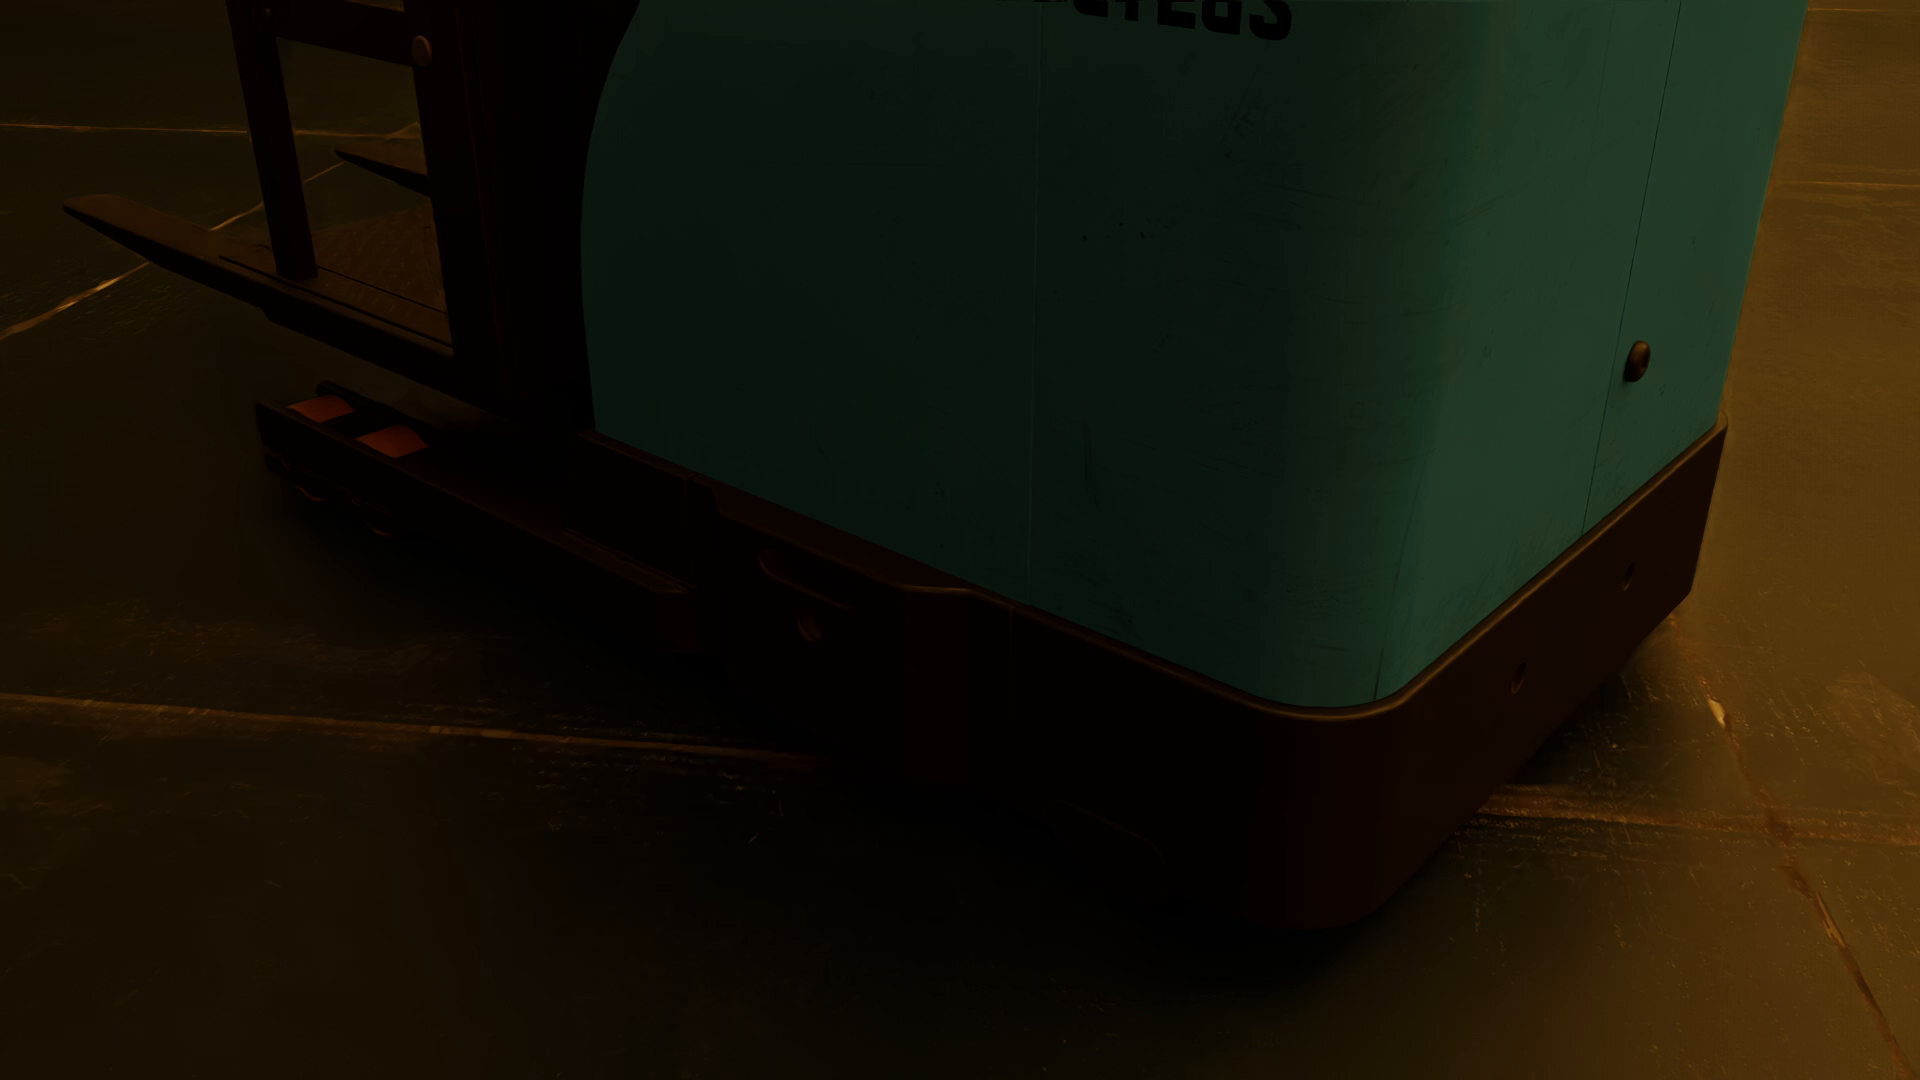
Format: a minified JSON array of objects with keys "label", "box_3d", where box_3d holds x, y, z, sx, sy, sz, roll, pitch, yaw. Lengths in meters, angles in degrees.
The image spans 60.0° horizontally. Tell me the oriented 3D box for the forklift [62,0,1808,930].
[{"label":"forklift","box_3d":[-0.464,-1.473,2.168,3.031,2.935,1.130,21,33,36]}]
